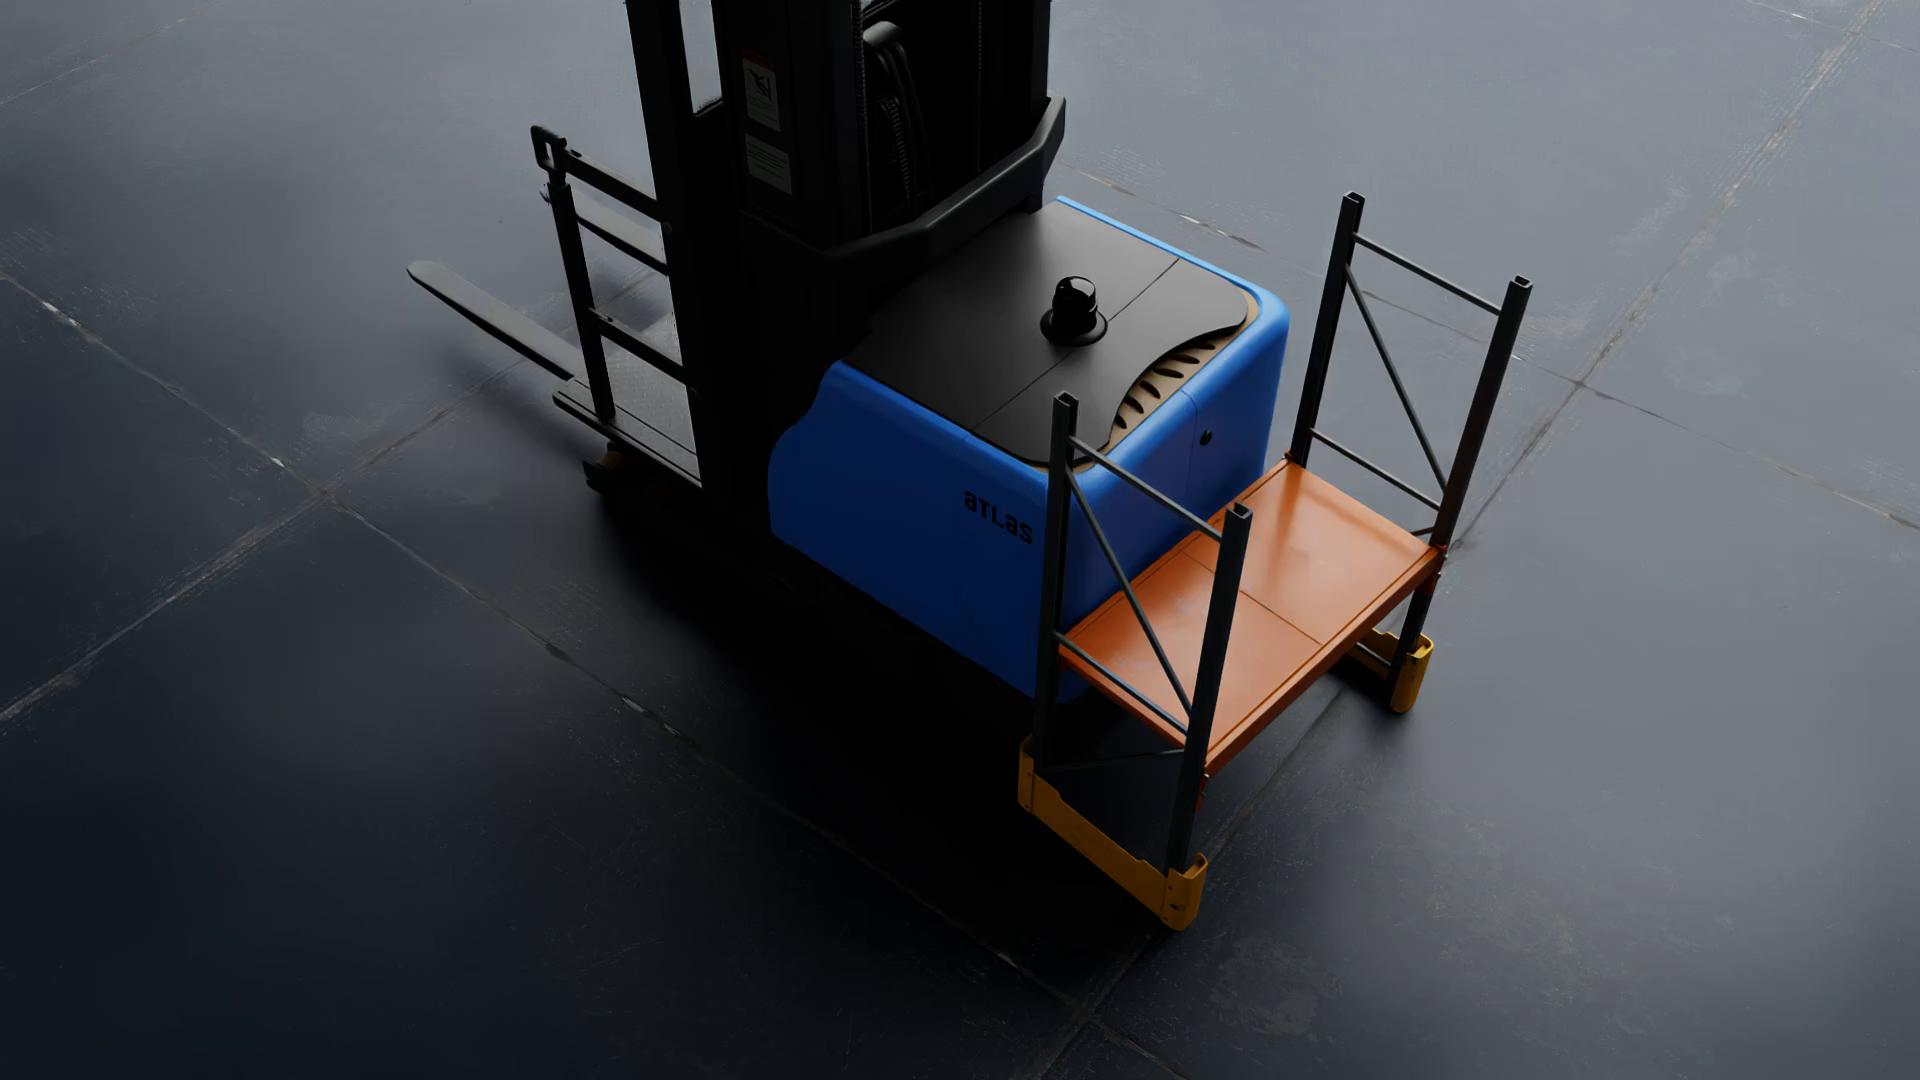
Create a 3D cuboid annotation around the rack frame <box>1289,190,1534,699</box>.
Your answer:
[{"bbox_3d":[1.093,-0.184,4.384,0.500,1.500,0.032,36,56,29],"label":"rack frame"}]

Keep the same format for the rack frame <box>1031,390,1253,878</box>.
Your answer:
[{"bbox_3d":[0.377,0.338,3.886,0.500,1.500,0.032,36,56,29],"label":"rack frame"}]

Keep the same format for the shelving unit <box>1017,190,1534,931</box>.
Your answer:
[{"bbox_3d":[0.742,0.072,4.140,0.587,1.500,1.083,36,56,29],"label":"shelving unit"}]

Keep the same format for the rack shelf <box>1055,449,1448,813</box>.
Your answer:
[{"bbox_3d":[0.734,0.200,4.266,0.538,0.185,1.000,36,56,29],"label":"rack shelf"}]

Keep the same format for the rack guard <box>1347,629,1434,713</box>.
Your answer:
[{"bbox_3d":[1.088,0.245,4.839,0.587,0.250,0.087,36,56,29],"label":"rack guard"}]

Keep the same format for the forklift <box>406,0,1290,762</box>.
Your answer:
[{"bbox_3d":[-0.572,-1.308,4.473,3.031,2.935,1.130,31,54,26],"label":"forklift"}]

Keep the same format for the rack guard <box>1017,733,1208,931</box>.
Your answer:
[{"bbox_3d":[0.387,0.757,4.351,0.587,0.250,0.087,36,56,29],"label":"rack guard"}]
